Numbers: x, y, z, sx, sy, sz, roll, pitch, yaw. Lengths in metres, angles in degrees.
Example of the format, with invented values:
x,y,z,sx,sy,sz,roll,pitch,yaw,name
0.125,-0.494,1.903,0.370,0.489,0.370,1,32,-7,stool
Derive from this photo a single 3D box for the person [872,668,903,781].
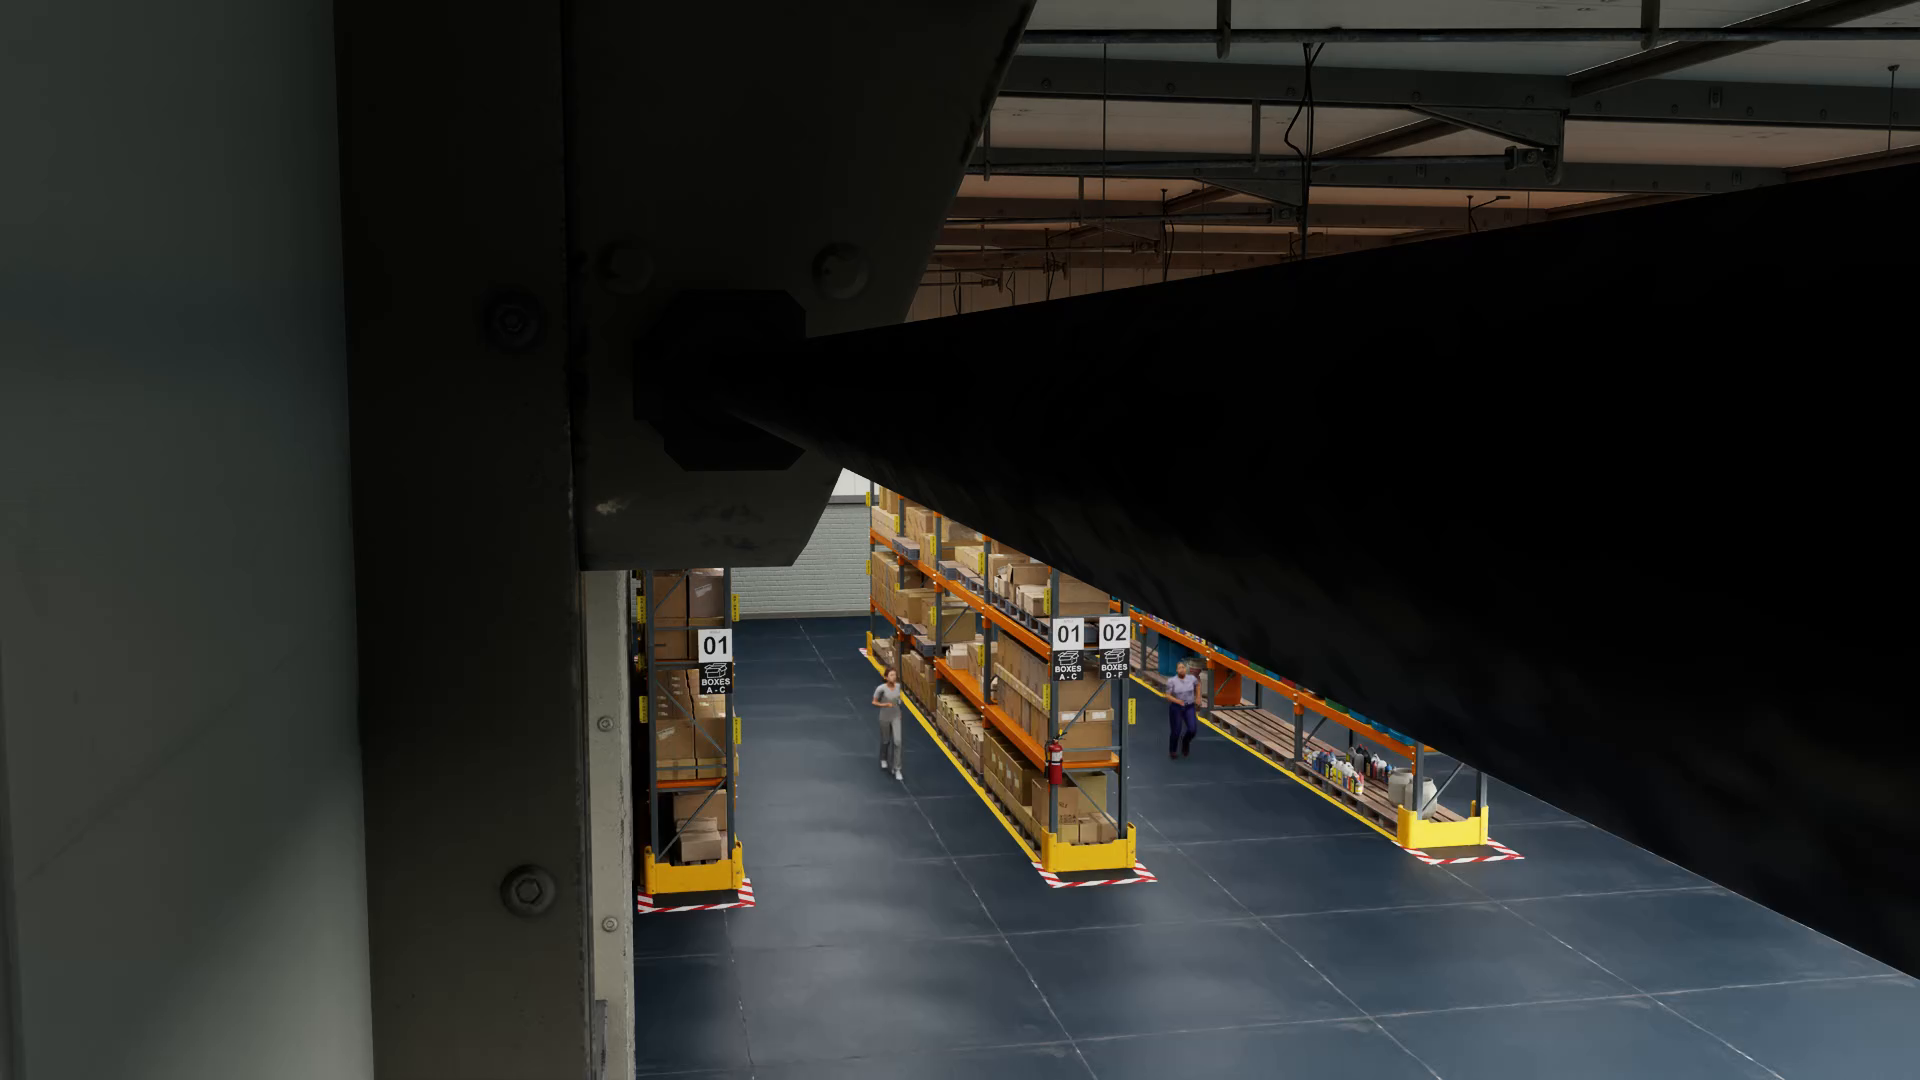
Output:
x,y,z,sx,sy,sz,roll,pitch,yaw,name
-1.117,2.810,25.769,0.548,1.705,0.874,-2,6,-21,person

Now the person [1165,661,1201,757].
x,y,z,sx,sy,sz,roll,pitch,yaw,name
3.591,2.758,26.700,0.621,1.560,0.741,0,6,-4,person
